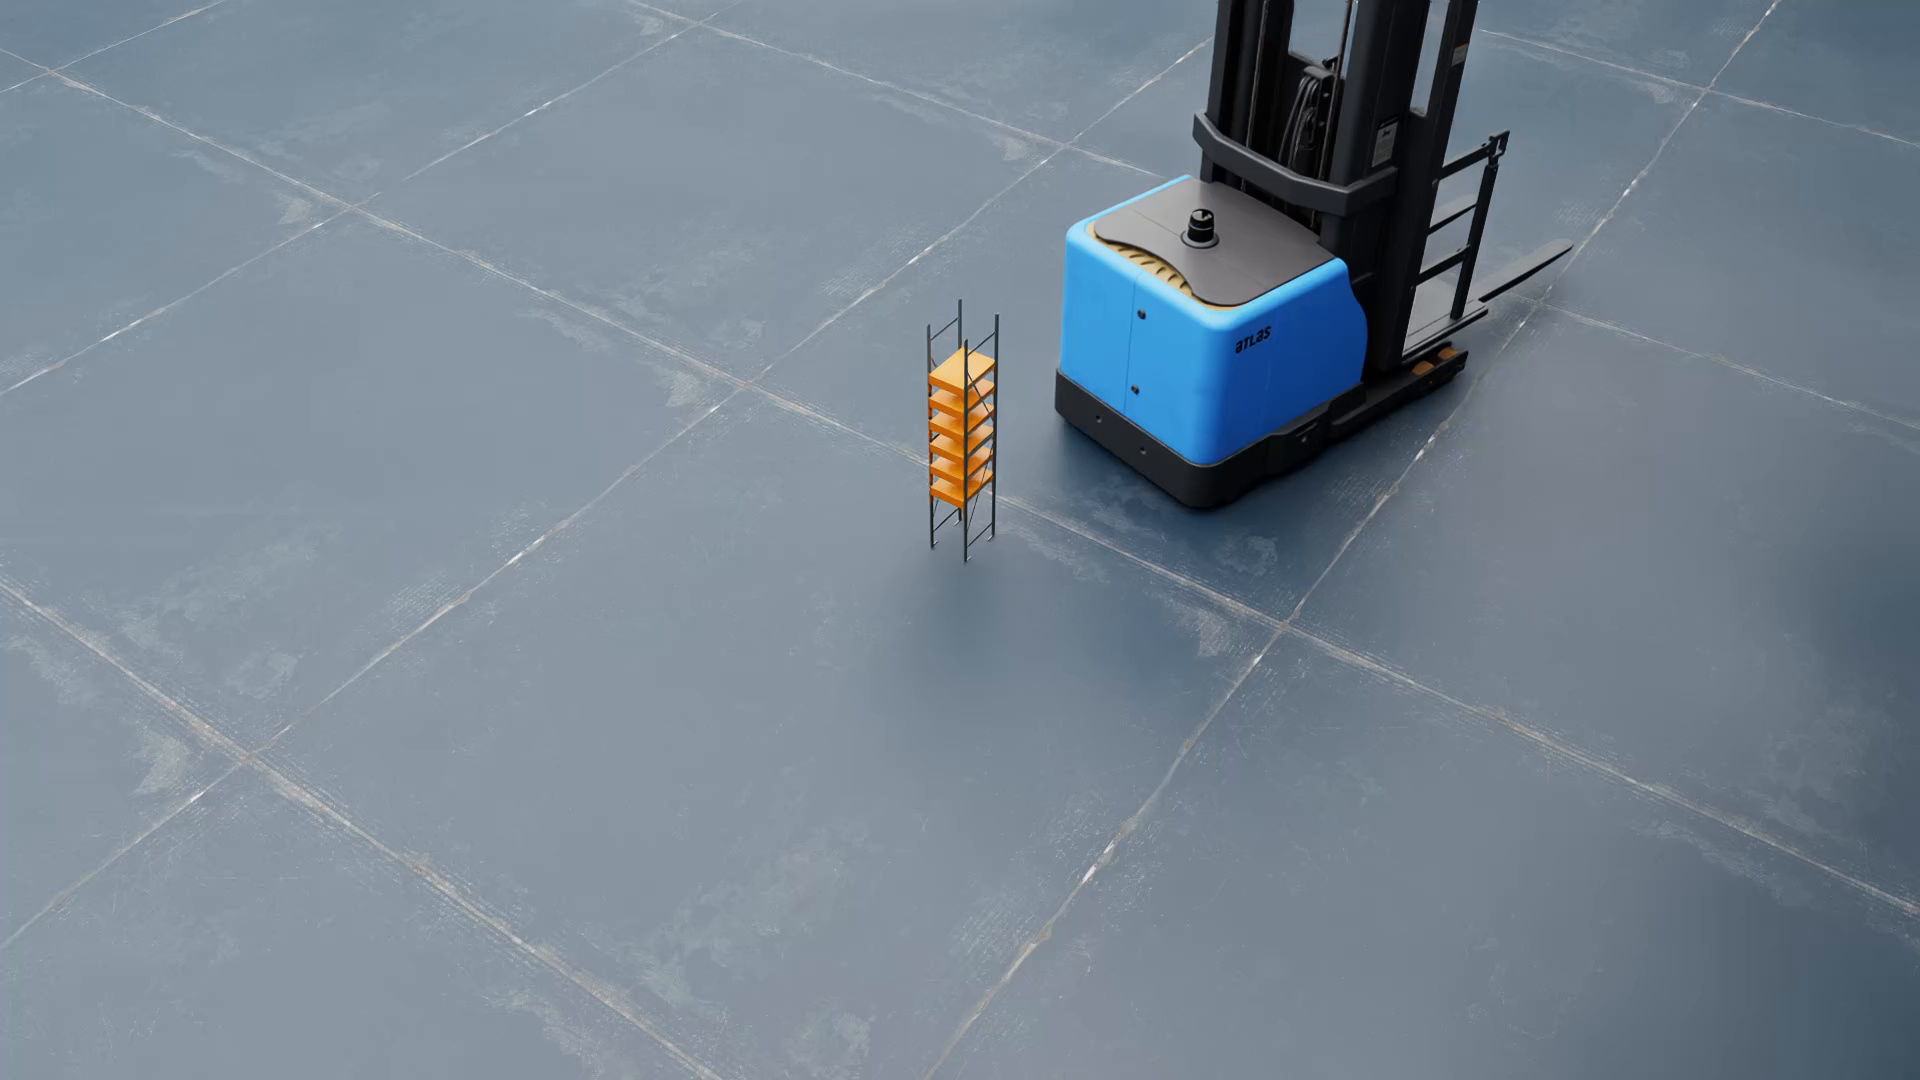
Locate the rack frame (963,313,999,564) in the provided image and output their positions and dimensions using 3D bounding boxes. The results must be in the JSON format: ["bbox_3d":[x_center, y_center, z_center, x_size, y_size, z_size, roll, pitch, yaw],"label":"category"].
[{"bbox_3d":[0.087,-0.407,7.053,0.006,1.200,0.240,25,48,25],"label":"rack frame"}]

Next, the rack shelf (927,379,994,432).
[{"bbox_3d":[0.012,-0.587,6.962,0.180,0.103,0.258,25,48,25],"label":"rack shelf"}]

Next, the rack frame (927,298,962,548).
[{"bbox_3d":[-0.063,-0.477,7.131,0.006,1.200,0.240,25,48,25],"label":"rack frame"}]

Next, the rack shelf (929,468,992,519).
[{"bbox_3d":[0.012,-0.230,7.282,0.180,0.103,0.258,25,48,25],"label":"rack shelf"}]

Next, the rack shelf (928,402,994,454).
[{"bbox_3d":[0.012,-0.498,7.042,0.180,0.103,0.258,25,48,25],"label":"rack shelf"}]

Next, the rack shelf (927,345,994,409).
[{"bbox_3d":[0.012,-0.677,6.882,0.180,0.103,0.258,25,48,25],"label":"rack shelf"}]

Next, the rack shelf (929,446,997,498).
[{"bbox_3d":[0.012,-0.319,7.202,0.180,0.103,0.258,25,48,25],"label":"rack shelf"}]

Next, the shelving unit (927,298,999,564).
[{"bbox_3d":[0.012,-0.442,7.092,0.189,1.200,0.258,25,48,25],"label":"shelving unit"}]

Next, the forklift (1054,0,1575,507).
[{"bbox_3d":[1.924,-2.064,7.607,3.031,2.935,1.130,-28,49,-28],"label":"forklift"}]

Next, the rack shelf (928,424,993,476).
[{"bbox_3d":[0.012,-0.408,7.122,0.180,0.103,0.258,25,48,25],"label":"rack shelf"}]
